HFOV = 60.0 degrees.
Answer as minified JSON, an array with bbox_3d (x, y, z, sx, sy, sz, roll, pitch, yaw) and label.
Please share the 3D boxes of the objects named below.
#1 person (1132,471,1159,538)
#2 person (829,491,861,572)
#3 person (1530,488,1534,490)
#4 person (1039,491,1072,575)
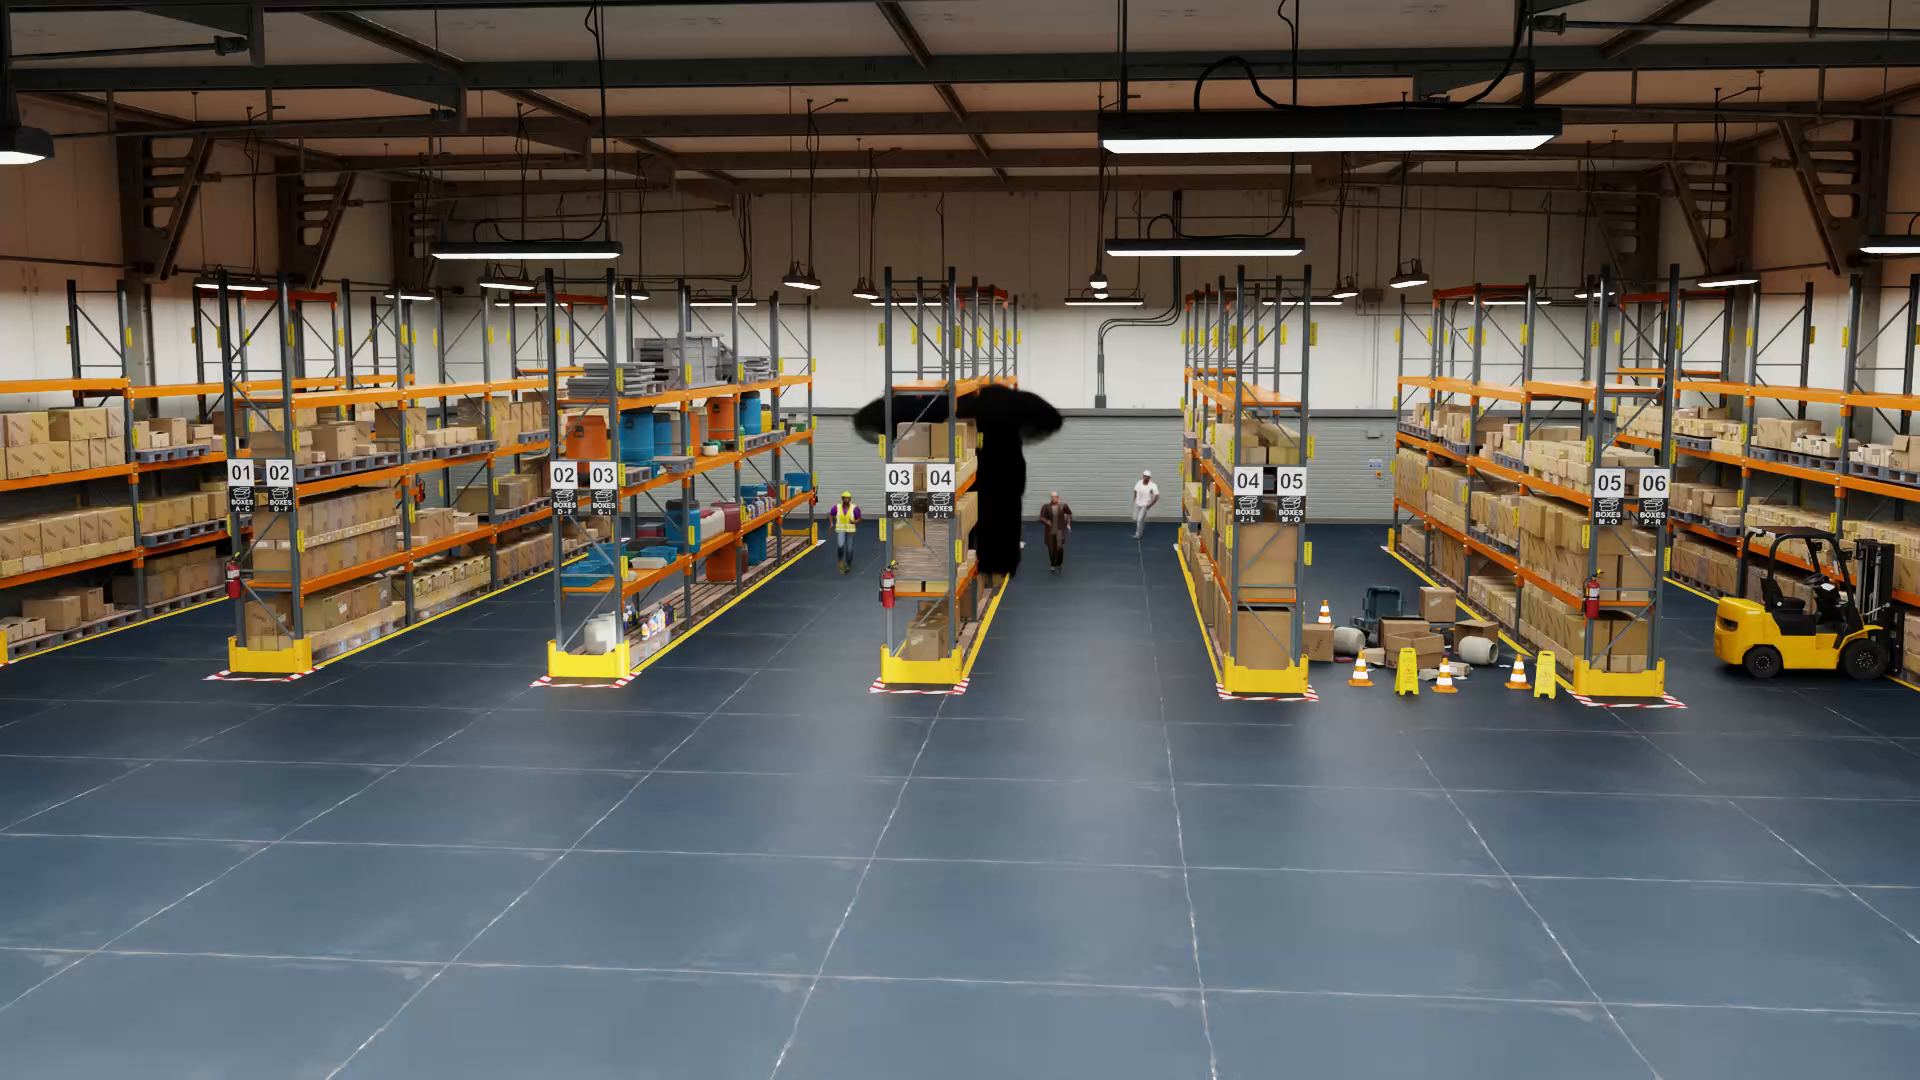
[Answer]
[{"bbox_3d":[4.648,-0.882,41.560,0.745,1.724,0.585,5,9,37],"label":"person"},{"bbox_3d":[-2.423,-0.168,35.154,0.683,1.727,0.730,-1,7,-5],"label":"person"},{"bbox_3d":[12.812,-0.337,37.296,0.827,1.622,0.706,5,9,37],"label":"person"},{"bbox_3d":[2.014,-0.141,35.185,0.675,1.780,0.847,1,7,7],"label":"person"}]
